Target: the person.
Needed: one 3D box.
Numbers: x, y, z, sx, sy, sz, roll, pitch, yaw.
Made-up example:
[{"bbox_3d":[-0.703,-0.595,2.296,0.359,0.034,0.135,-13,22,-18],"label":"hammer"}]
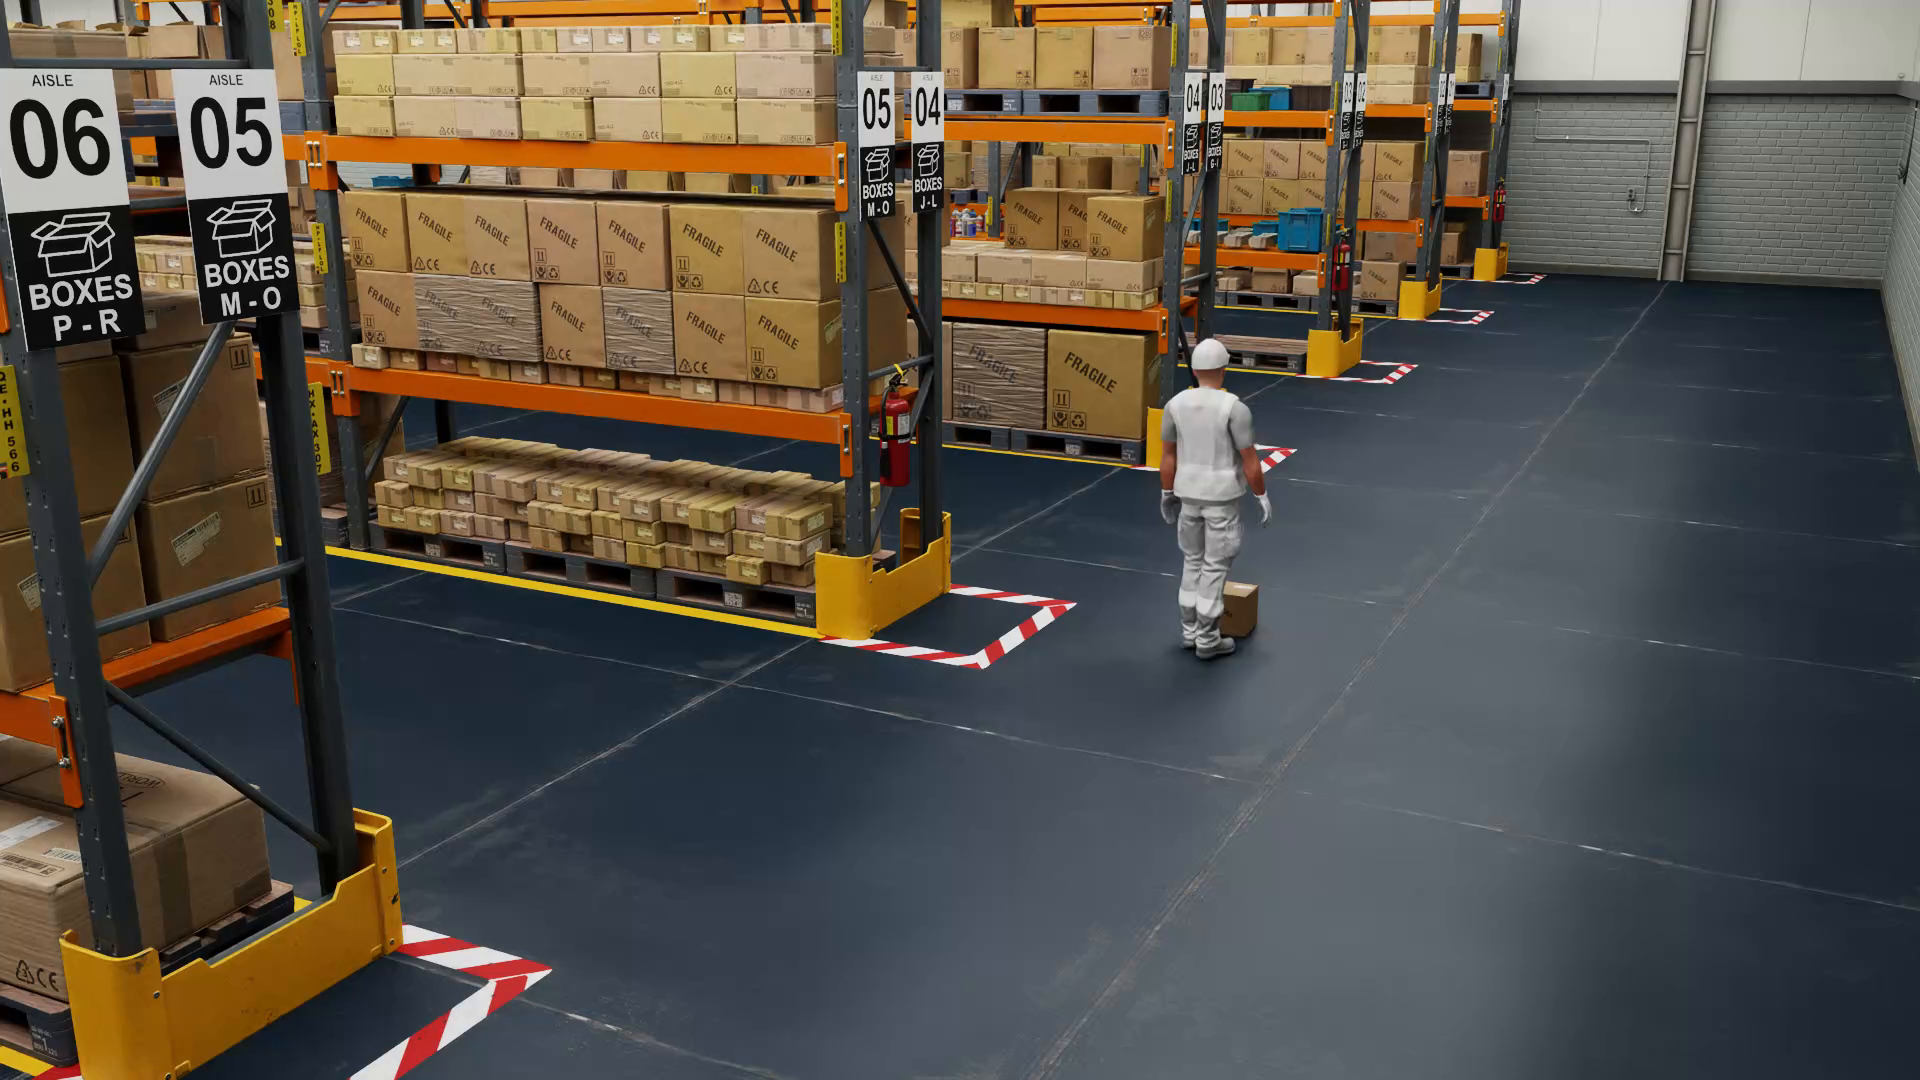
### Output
[{"bbox_3d":[1.443,-0.209,9.274,0.609,1.834,0.448,11,19,35],"label":"person"}]
